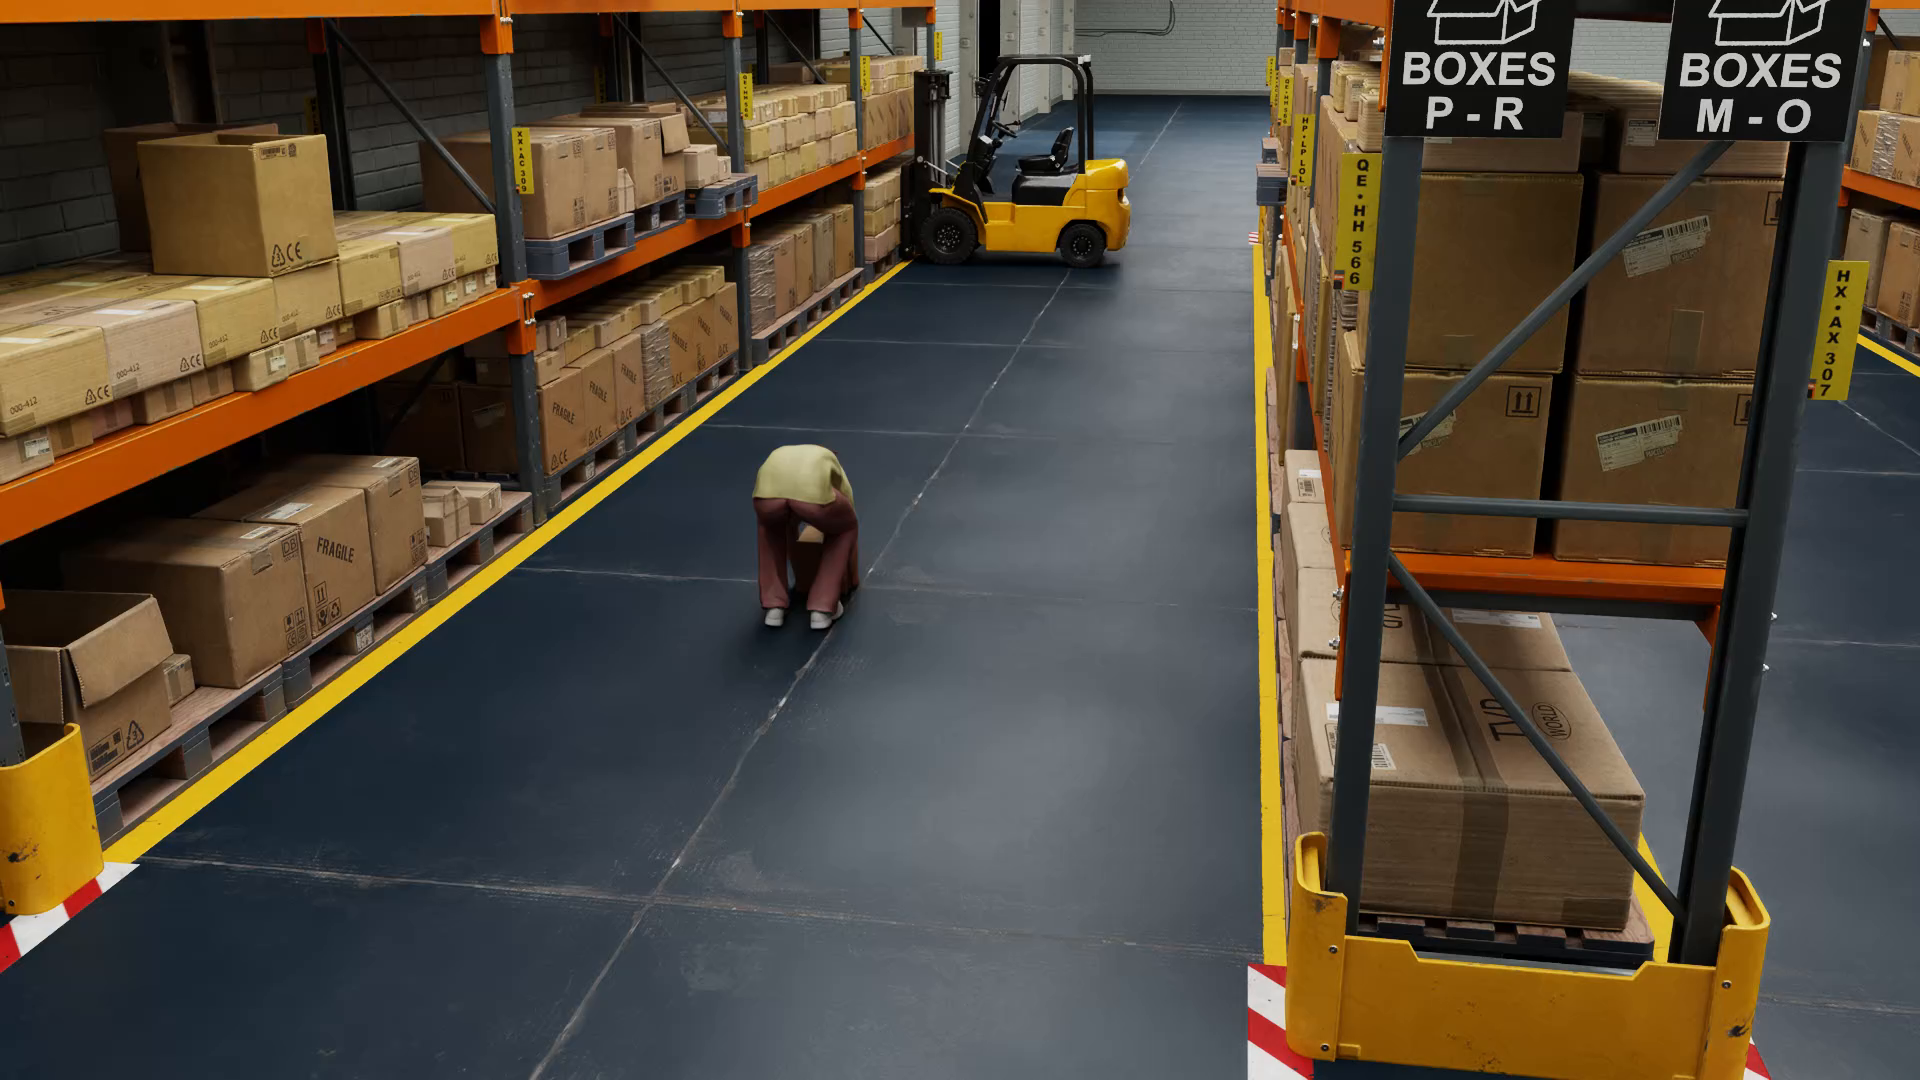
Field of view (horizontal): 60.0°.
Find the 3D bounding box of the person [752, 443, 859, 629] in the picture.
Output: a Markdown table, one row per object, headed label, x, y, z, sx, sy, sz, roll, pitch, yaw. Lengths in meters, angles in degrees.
| label | x | y | z | sx | sy | sz | roll | pitch | yaw |
| --- | --- | --- | --- | --- | --- | --- | --- | --- | --- |
| person | -0.708 | -0.070 | 7.663 | 0.476 | 0.835 | 0.855 | 2 | 18 | 6 |
